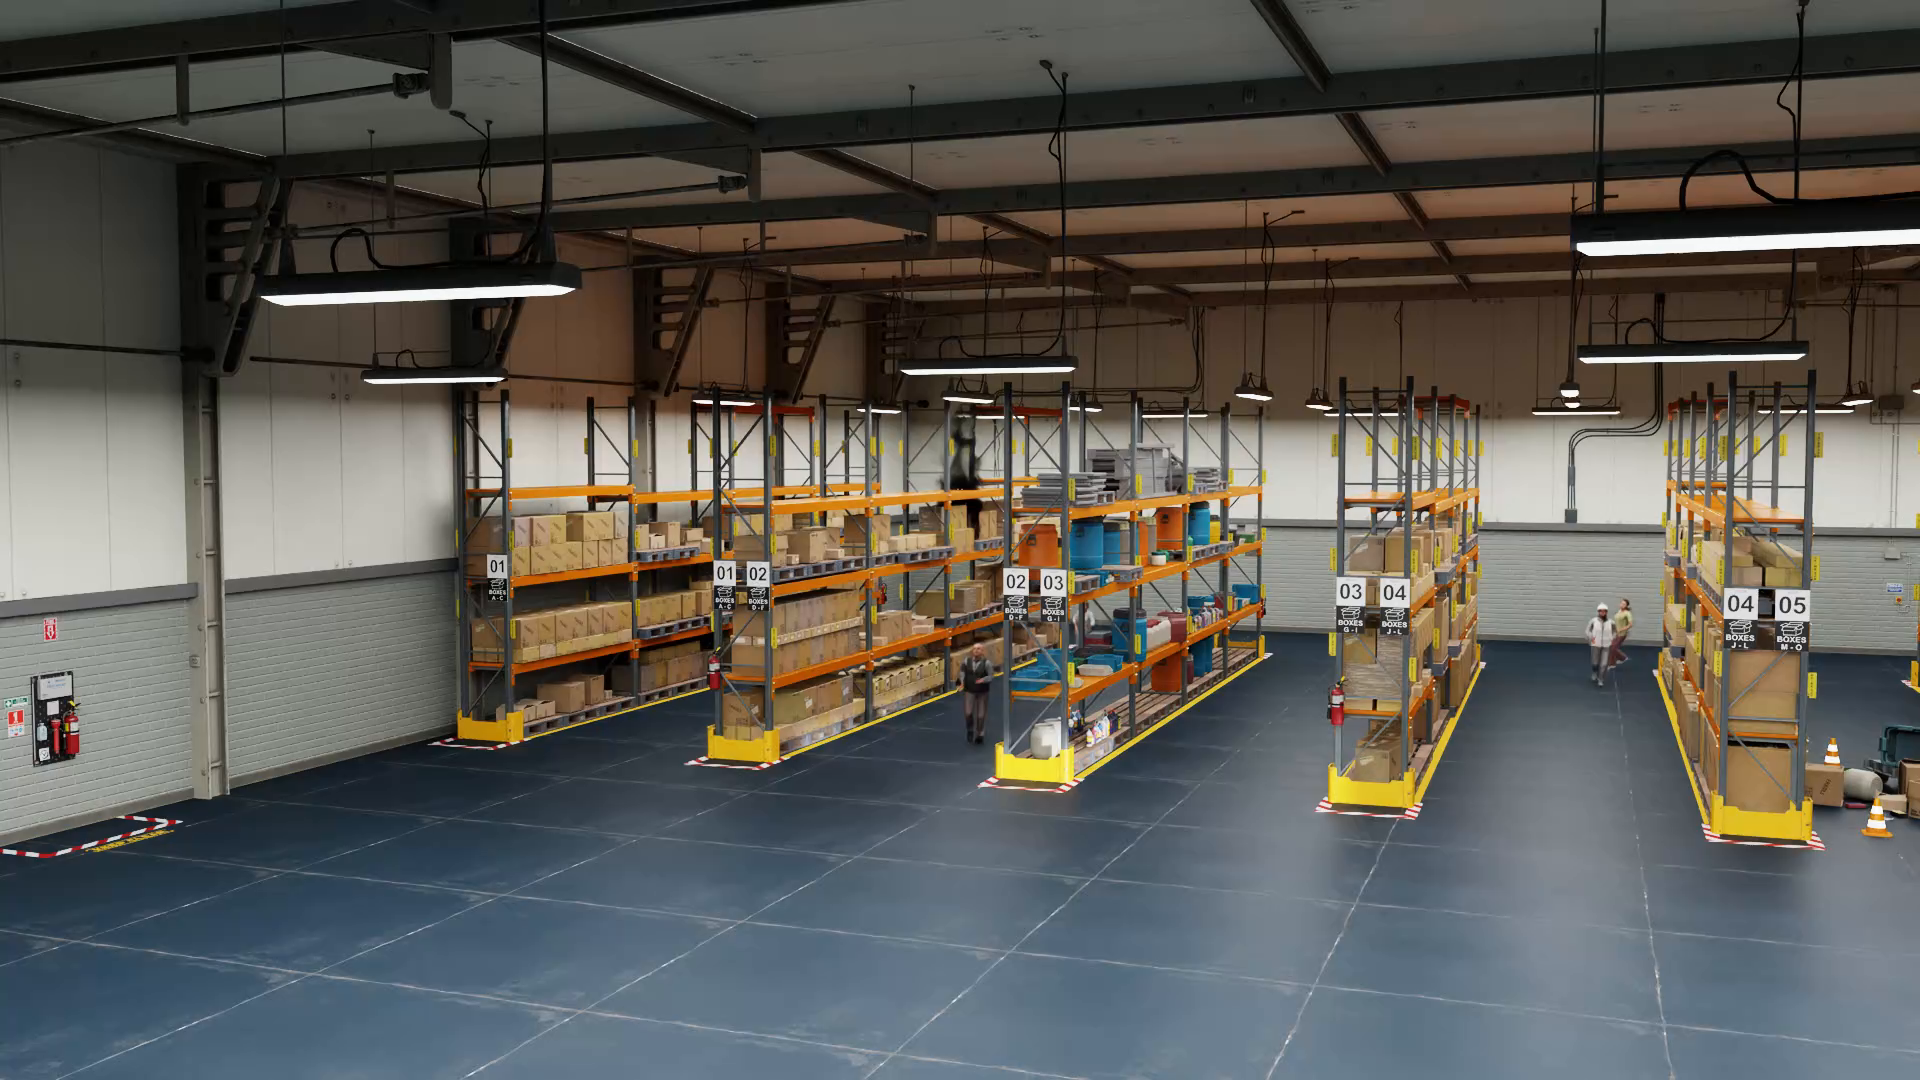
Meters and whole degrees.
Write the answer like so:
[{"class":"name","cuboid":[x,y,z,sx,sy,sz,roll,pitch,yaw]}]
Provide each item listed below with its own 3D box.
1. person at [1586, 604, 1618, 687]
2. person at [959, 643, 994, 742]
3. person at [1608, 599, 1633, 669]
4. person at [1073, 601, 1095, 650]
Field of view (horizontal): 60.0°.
[{"class":"person","cuboid":[13.501,2.213,34.972,0.648,1.729,0.580,1,3,18]},{"class":"person","cuboid":[0.265,2.591,28.125,0.636,1.684,0.653,0,3,7]},{"class":"person","cuboid":[14.954,2.135,37.611,0.630,1.625,0.623,-1,3,-19]},{"class":"person","cuboid":[2.768,2.157,37.200,0.521,1.647,0.733,0,3,8]}]
